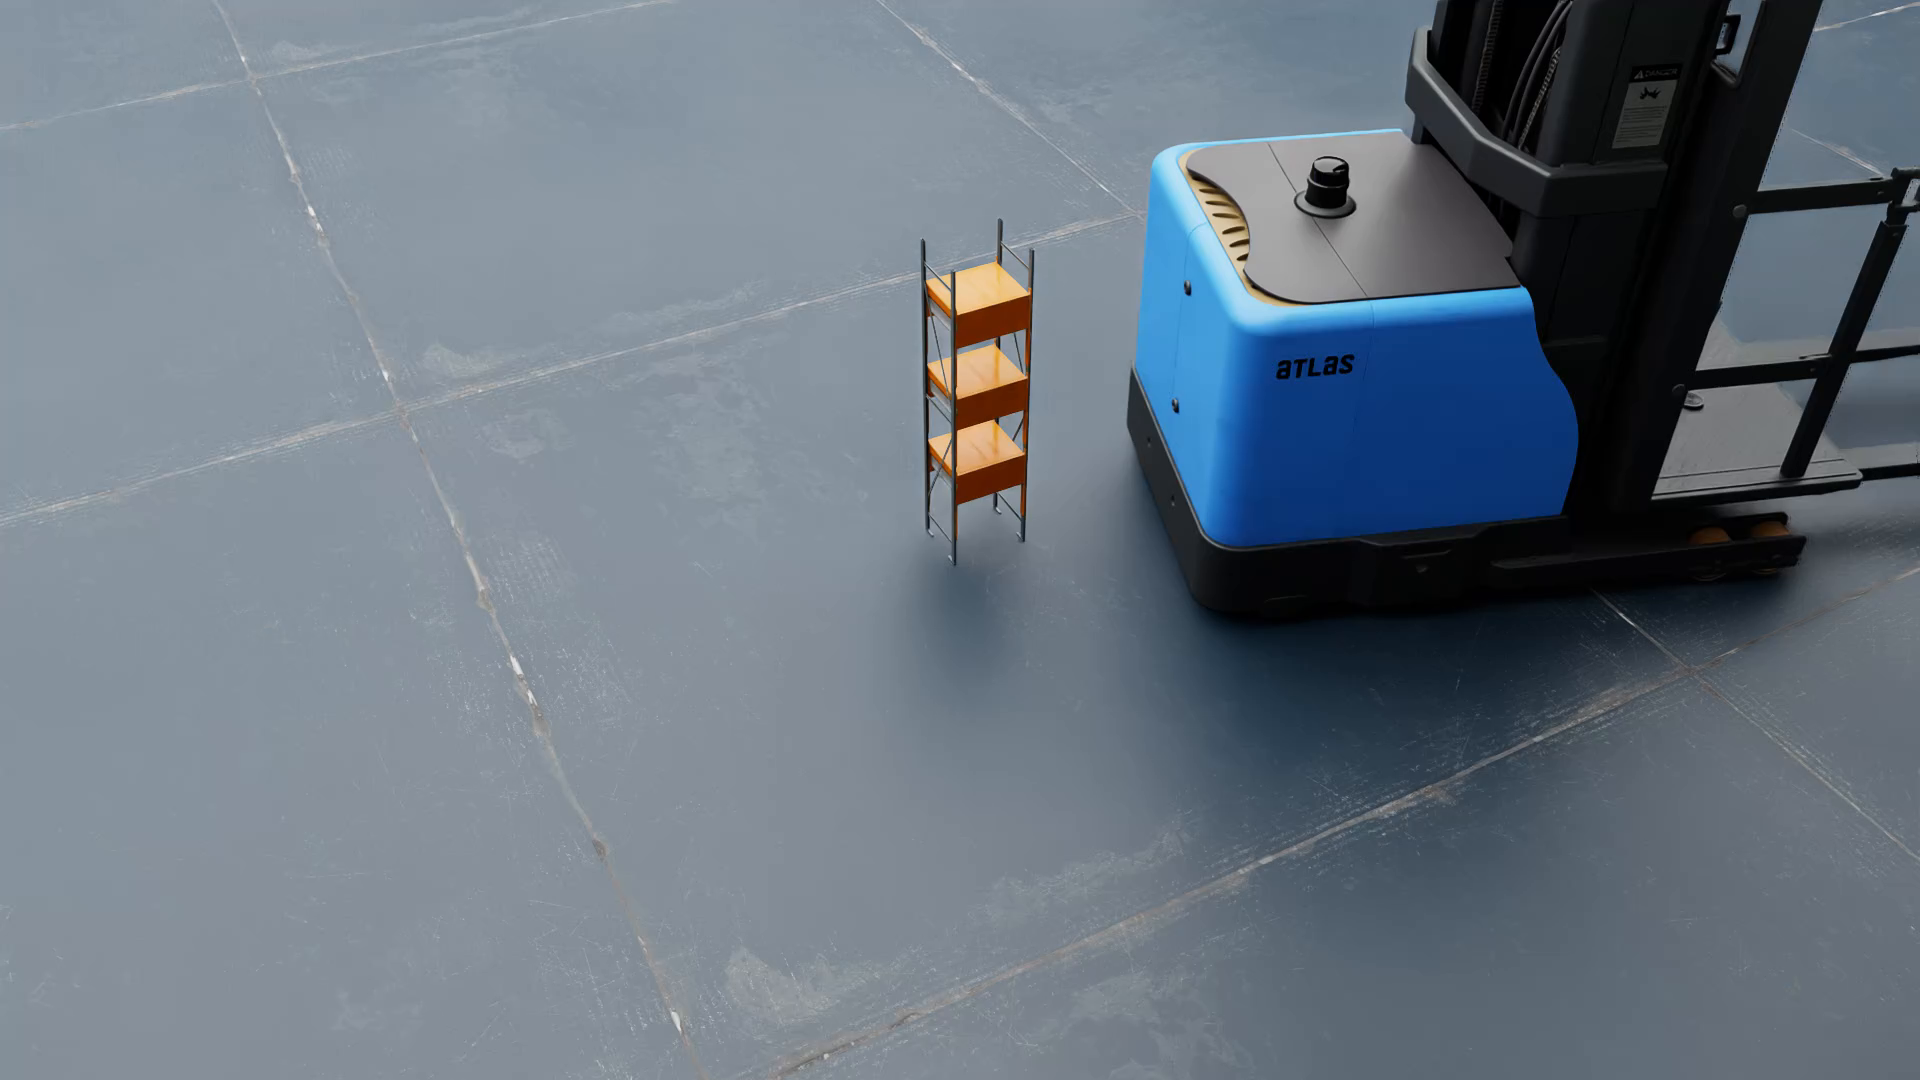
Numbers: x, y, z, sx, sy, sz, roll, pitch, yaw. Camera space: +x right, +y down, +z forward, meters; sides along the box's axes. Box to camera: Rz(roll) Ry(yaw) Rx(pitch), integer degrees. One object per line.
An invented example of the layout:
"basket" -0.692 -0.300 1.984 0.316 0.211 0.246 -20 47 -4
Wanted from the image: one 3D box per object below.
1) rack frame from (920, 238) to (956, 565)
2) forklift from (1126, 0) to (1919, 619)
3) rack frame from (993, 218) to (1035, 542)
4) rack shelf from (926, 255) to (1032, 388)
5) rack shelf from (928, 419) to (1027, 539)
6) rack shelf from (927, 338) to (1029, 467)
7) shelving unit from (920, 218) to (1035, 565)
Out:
"rack frame" -0.061 -0.380 4.887 0.008 1.050 0.200 -19 44 -21
"forklift" 2.123 -1.326 4.548 3.031 2.935 1.130 -6 41 -7
"rack frame" 0.156 -0.453 4.973 0.008 1.050 0.200 -19 44 -21
"rack shelf" 0.047 -0.625 4.753 0.240 0.259 0.215 -19 44 -21
"rack shelf" 0.047 -0.196 5.116 0.240 0.259 0.215 -19 44 -21
"rack shelf" 0.047 -0.409 4.937 0.240 0.259 0.215 -19 44 -21
"shelving unit" 0.047 -0.417 4.930 0.252 1.050 0.215 -19 44 -21
